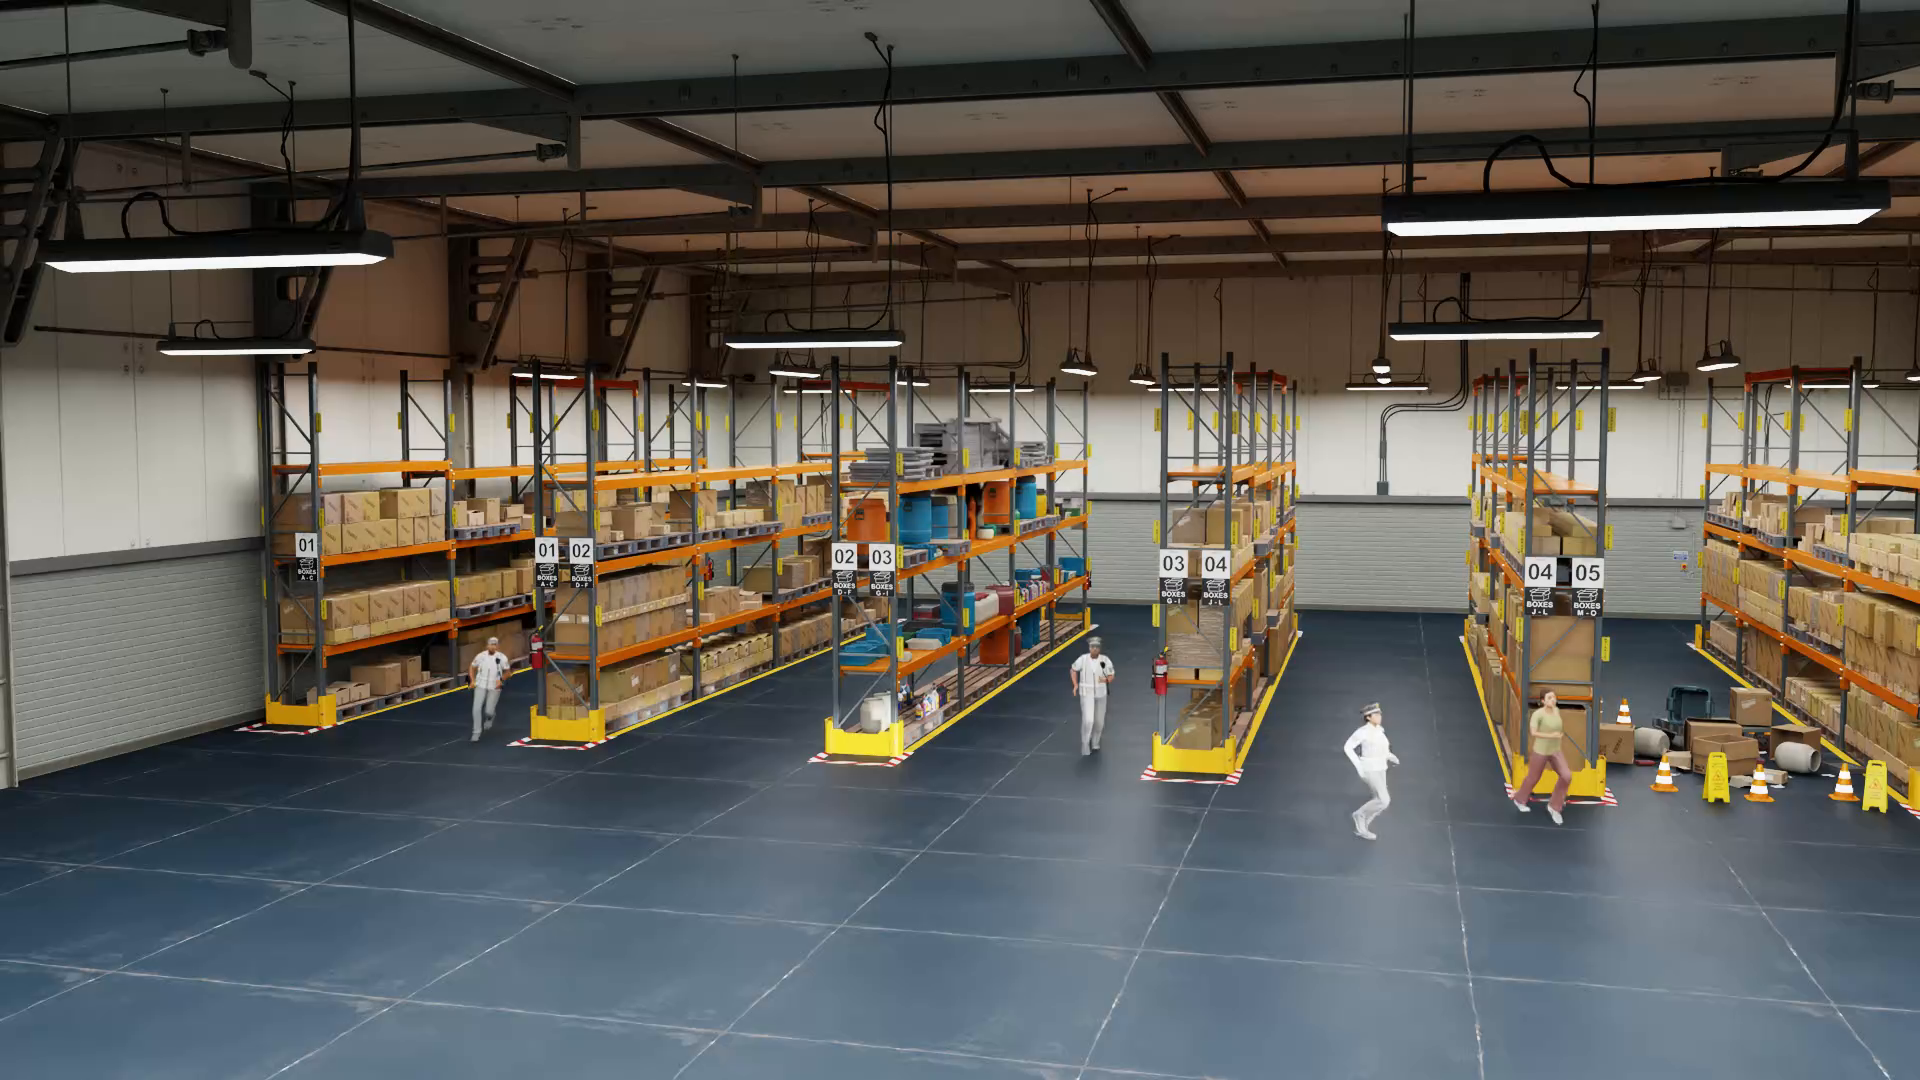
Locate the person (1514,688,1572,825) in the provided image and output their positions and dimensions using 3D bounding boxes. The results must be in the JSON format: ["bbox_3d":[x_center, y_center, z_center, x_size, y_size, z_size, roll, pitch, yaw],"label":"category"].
[{"bbox_3d":[7.369,2.697,20.955,0.580,1.695,0.855,-1,4,-17],"label":"person"}]

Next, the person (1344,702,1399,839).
[{"bbox_3d":[4.979,2.768,19.895,0.599,1.657,0.560,-4,6,-44],"label":"person"}]

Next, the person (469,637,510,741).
[{"bbox_3d":[-7.498,2.355,26.511,0.644,1.613,0.653,0,4,-7],"label":"person"}]

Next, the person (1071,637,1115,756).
[{"bbox_3d":[2.017,2.362,25.078,0.633,1.814,0.717,0,4,-4],"label":"person"}]
